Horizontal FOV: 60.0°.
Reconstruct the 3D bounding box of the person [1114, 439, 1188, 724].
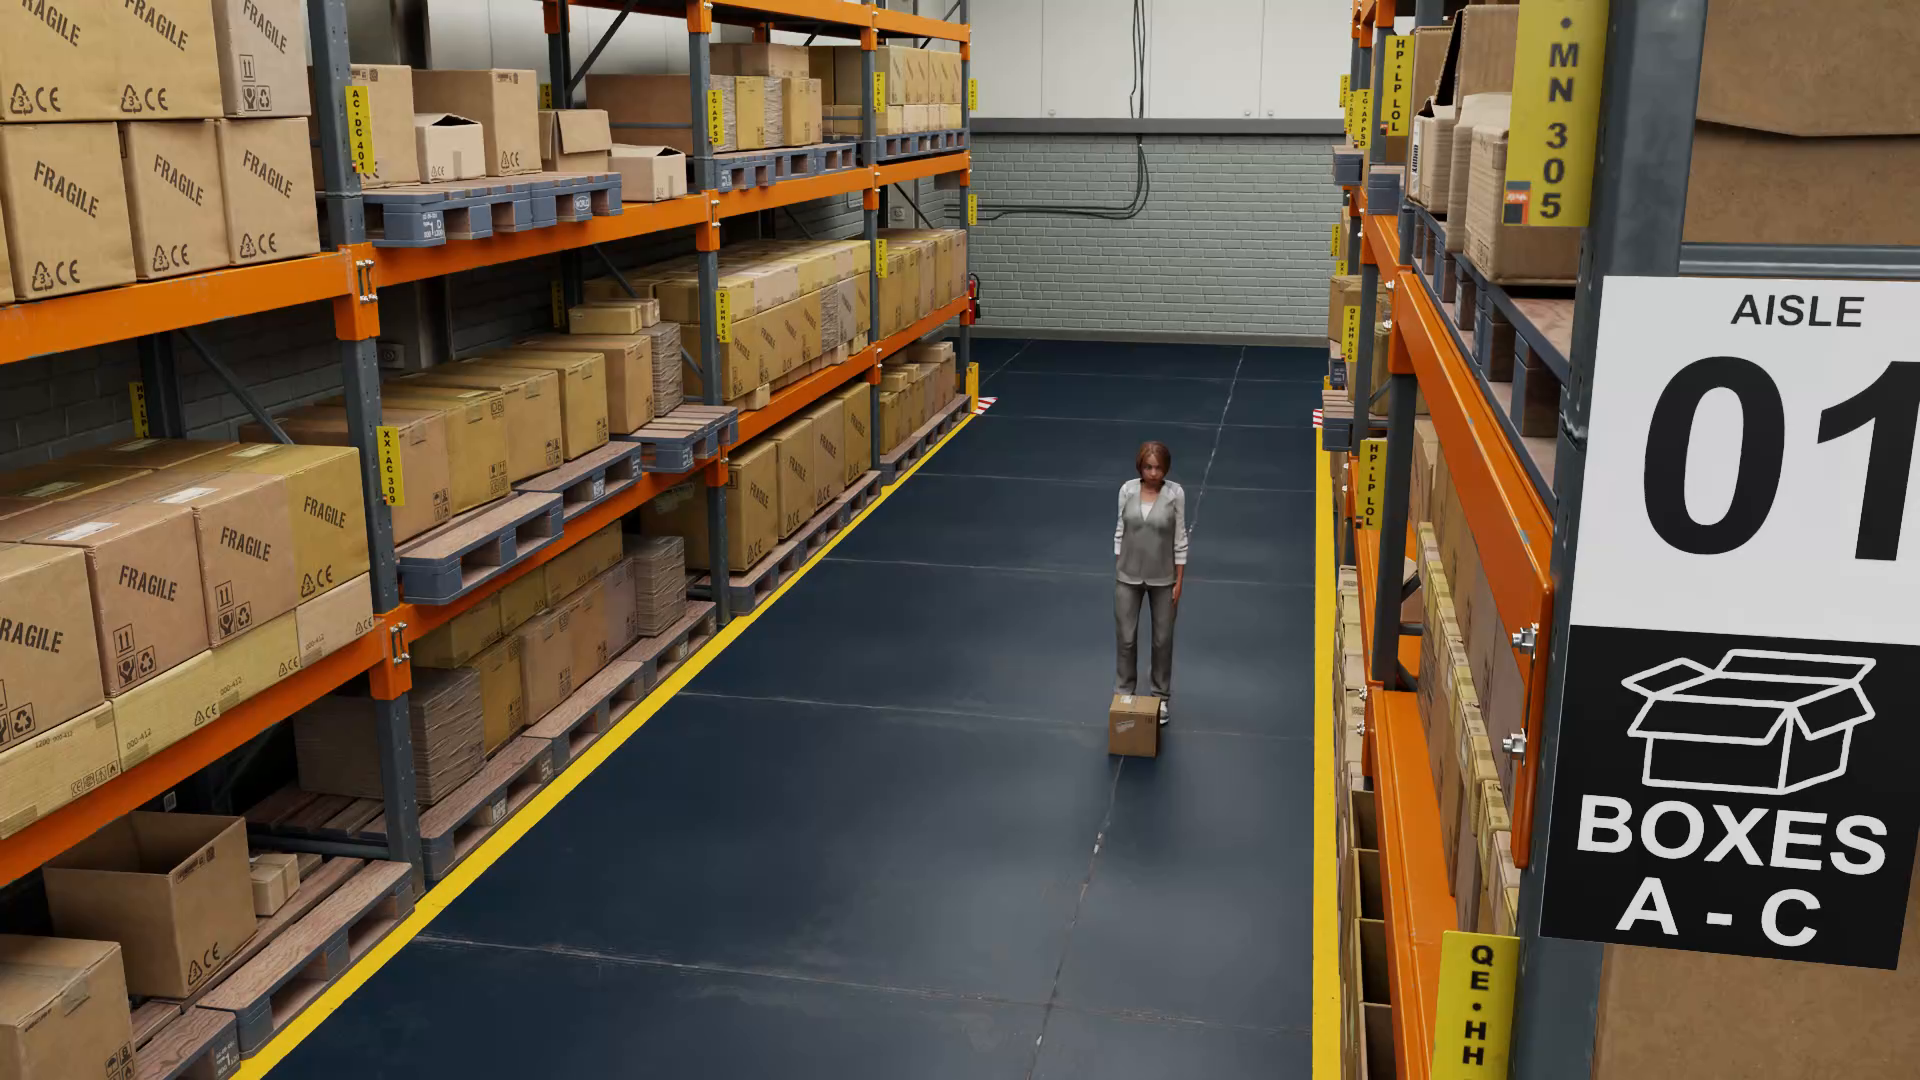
[{"bbox_3d":[1.049,0.232,9.180,0.407,1.592,0.306,3,15,12],"label":"person"}]
